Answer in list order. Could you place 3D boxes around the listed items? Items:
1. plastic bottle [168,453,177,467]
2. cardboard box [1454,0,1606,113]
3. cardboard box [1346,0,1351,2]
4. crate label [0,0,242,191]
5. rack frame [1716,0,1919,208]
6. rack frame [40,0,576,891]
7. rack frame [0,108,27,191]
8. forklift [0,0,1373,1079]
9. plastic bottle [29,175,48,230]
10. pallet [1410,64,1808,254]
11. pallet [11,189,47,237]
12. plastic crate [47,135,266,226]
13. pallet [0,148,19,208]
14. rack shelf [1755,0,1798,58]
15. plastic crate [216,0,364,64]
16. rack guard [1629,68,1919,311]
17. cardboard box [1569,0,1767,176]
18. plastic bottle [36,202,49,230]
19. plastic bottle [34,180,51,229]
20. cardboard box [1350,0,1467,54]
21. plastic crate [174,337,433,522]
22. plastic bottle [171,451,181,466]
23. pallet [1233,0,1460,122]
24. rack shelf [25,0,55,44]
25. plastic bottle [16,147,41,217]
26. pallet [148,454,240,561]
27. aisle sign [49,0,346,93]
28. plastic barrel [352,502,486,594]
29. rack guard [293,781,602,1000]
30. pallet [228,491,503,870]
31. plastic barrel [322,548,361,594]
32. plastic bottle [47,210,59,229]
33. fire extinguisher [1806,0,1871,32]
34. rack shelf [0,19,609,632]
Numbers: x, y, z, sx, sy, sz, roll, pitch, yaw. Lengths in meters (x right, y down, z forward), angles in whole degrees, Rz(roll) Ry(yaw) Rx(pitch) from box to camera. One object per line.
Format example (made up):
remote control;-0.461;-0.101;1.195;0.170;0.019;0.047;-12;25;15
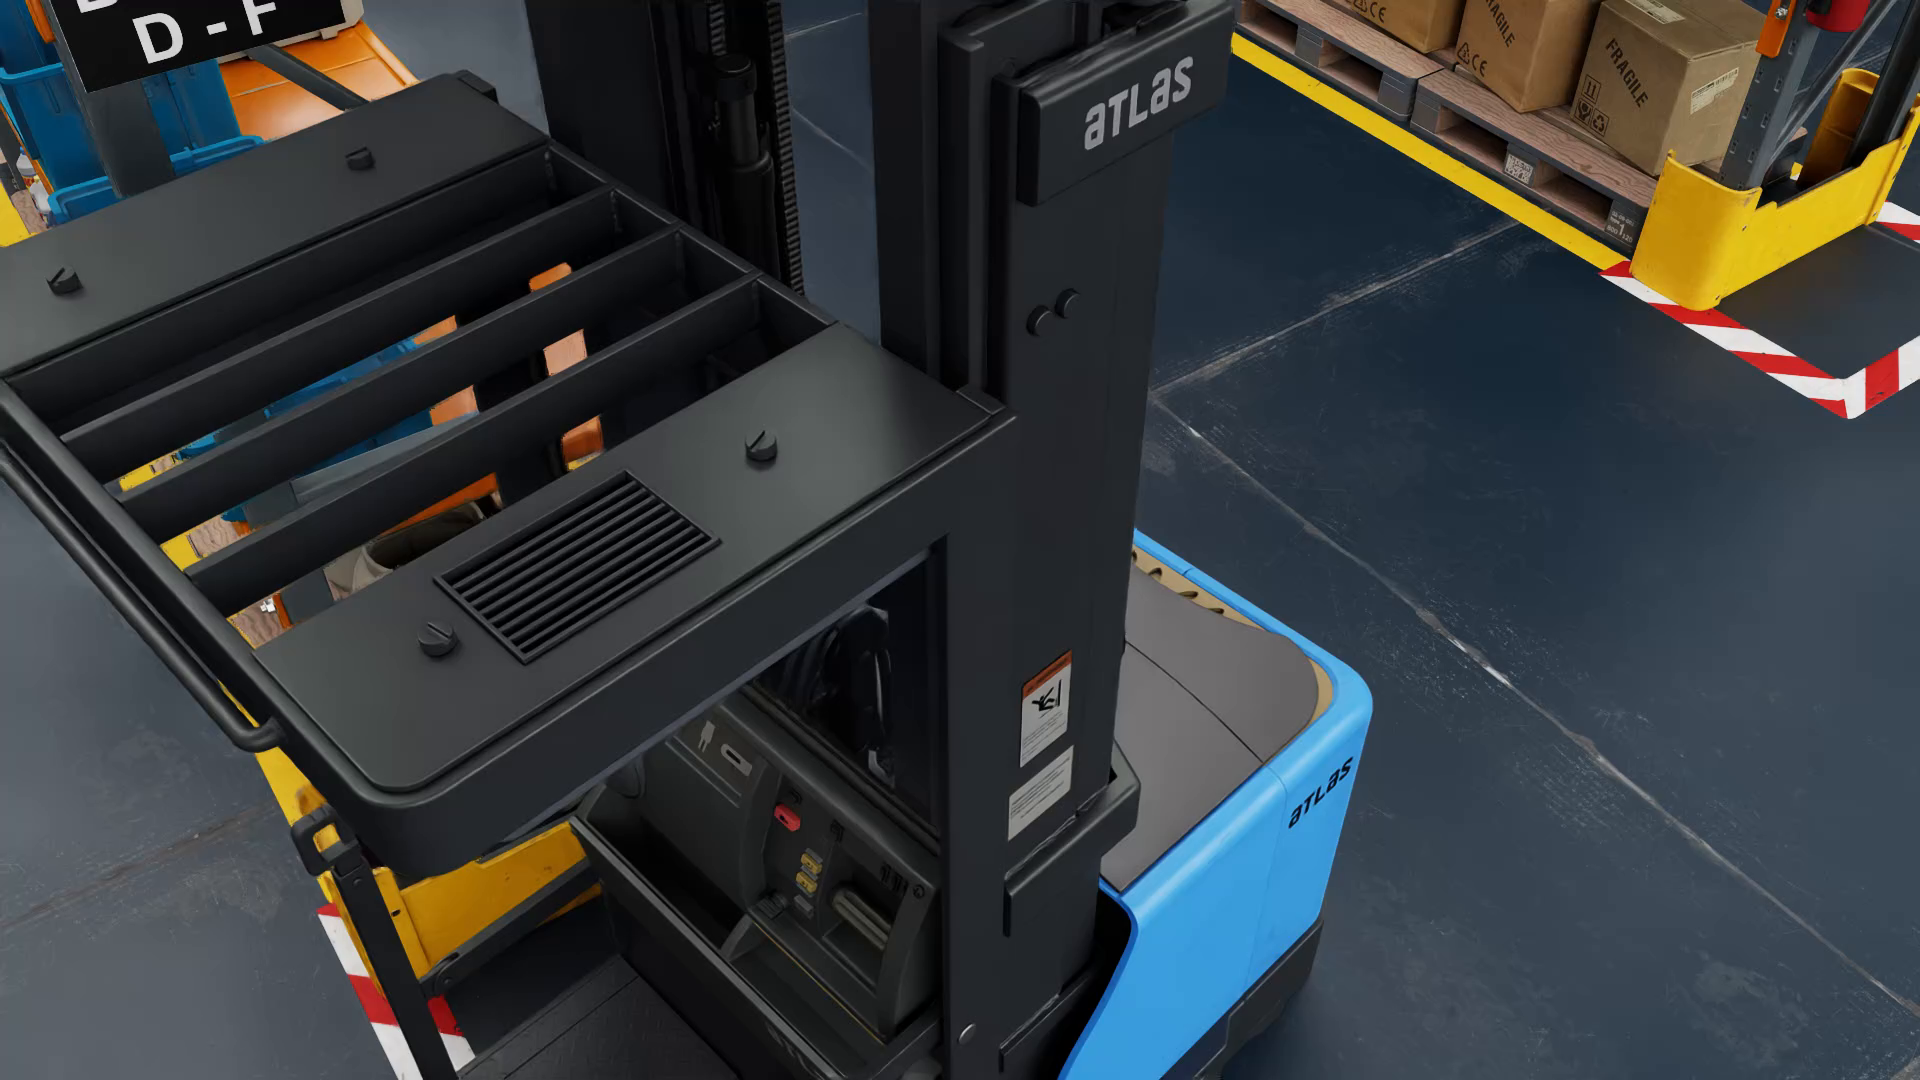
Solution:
plastic bottle;-2.419;-0.343;5.086;0.061;0.283;0.133;-25;49;-24
cardboard box;2.422;-2.130;6.815;0.500;0.500;0.500;-14;45;-14
cardboard box;1.797;-2.826;7.544;0.500;0.500;0.500;-30;51;-28
crate label;-2.202;-1.189;4.298;0.502;0.435;0.616;-26;49;-24
rack frame;3.136;-2.197;5.379;1.000;3.000;0.127;-26;49;-24
rack frame;-0.927;-0.241;3.330;1.000;3.000;0.127;-26;49;-24
rack frame;-3.215;-2.506;5.703;1.000;3.000;0.127;-26;49;-24
forklift;-0.536;0.491;2.613;3.031;2.935;1.130;-34;53;-31
plastic bottle;-3.334;-1.242;6.086;0.097;0.201;0.097;0;44;0
pallet;2.656;-1.706;6.884;1.003;0.211;1.213;-26;49;-24
pallet;-2.865;-1.101;6.250;1.003;0.211;1.213;-26;49;-24
plastic crate;-1.825;-0.722;3.942;0.499;0.251;0.408;-26;49;-24
pallet;-3.696;-1.927;7.116;1.003;0.211;1.213;-26;49;-24
rack shelf;1.991;-3.070;6.814;1.077;0.370;4.000;-26;49;-24
plastic crate;-2.079;-1.591;4.935;0.530;0.136;0.437;-26;49;-24
rack guard;3.092;-1.336;6.288;1.175;0.500;0.348;-26;49;-24
cardboard box;2.792;-1.805;6.475;0.500;0.500;0.500;-17;46;-17
plastic bottle;-3.276;-1.184;6.026;0.097;0.201;0.097;0;44;0
plastic bottle;-3.185;-1.154;5.941;0.152;0.276;0.135;-24;49;-23
cardboard box;2.079;-2.492;7.195;0.500;0.500;0.500;-21;48;-21
plastic crate;-1.459;-0.352;3.554;0.499;0.251;0.616;-26;49;-24
plastic bottle;-2.337;-0.255;5.052;0.097;0.201;0.097;0;44;0
pallet;1.962;-2.396;7.607;1.003;0.211;1.213;-26;49;-24
rack shelf;-2.071;-2.198;3.729;1.077;0.370;4.000;-26;49;-24
plastic bottle;-3.392;-1.325;6.123;0.097;0.271;0.097;0;44;0
pallet;-2.163;-0.409;5.526;1.003;0.211;1.213;-26;49;-24
aisle sign;-1.129;-1.023;2.266;0.394;0.787;0.004;-26;49;-24
plastic barrel;-1.366;0.165;4.403;0.421;0.512;0.421;0;44;0
rack guard;-1.009;0.639;4.219;1.175;0.500;0.348;-26;49;-24
pallet;-1.469;0.281;4.802;1.003;0.211;1.213;-26;49;-24
plastic barrel;-1.653;-0.119;4.700;0.421;0.512;0.421;0;44;0
plastic bottle;-3.094;-1.086;5.815;0.144;0.351;0.185;-24;49;-23
fire extinguisher;2.823;-1.922;5.147;0.296;0.674;0.183;-26;49;-24
rack shelf;-2.071;-1.113;4.765;1.077;0.370;4.000;-26;49;-24
